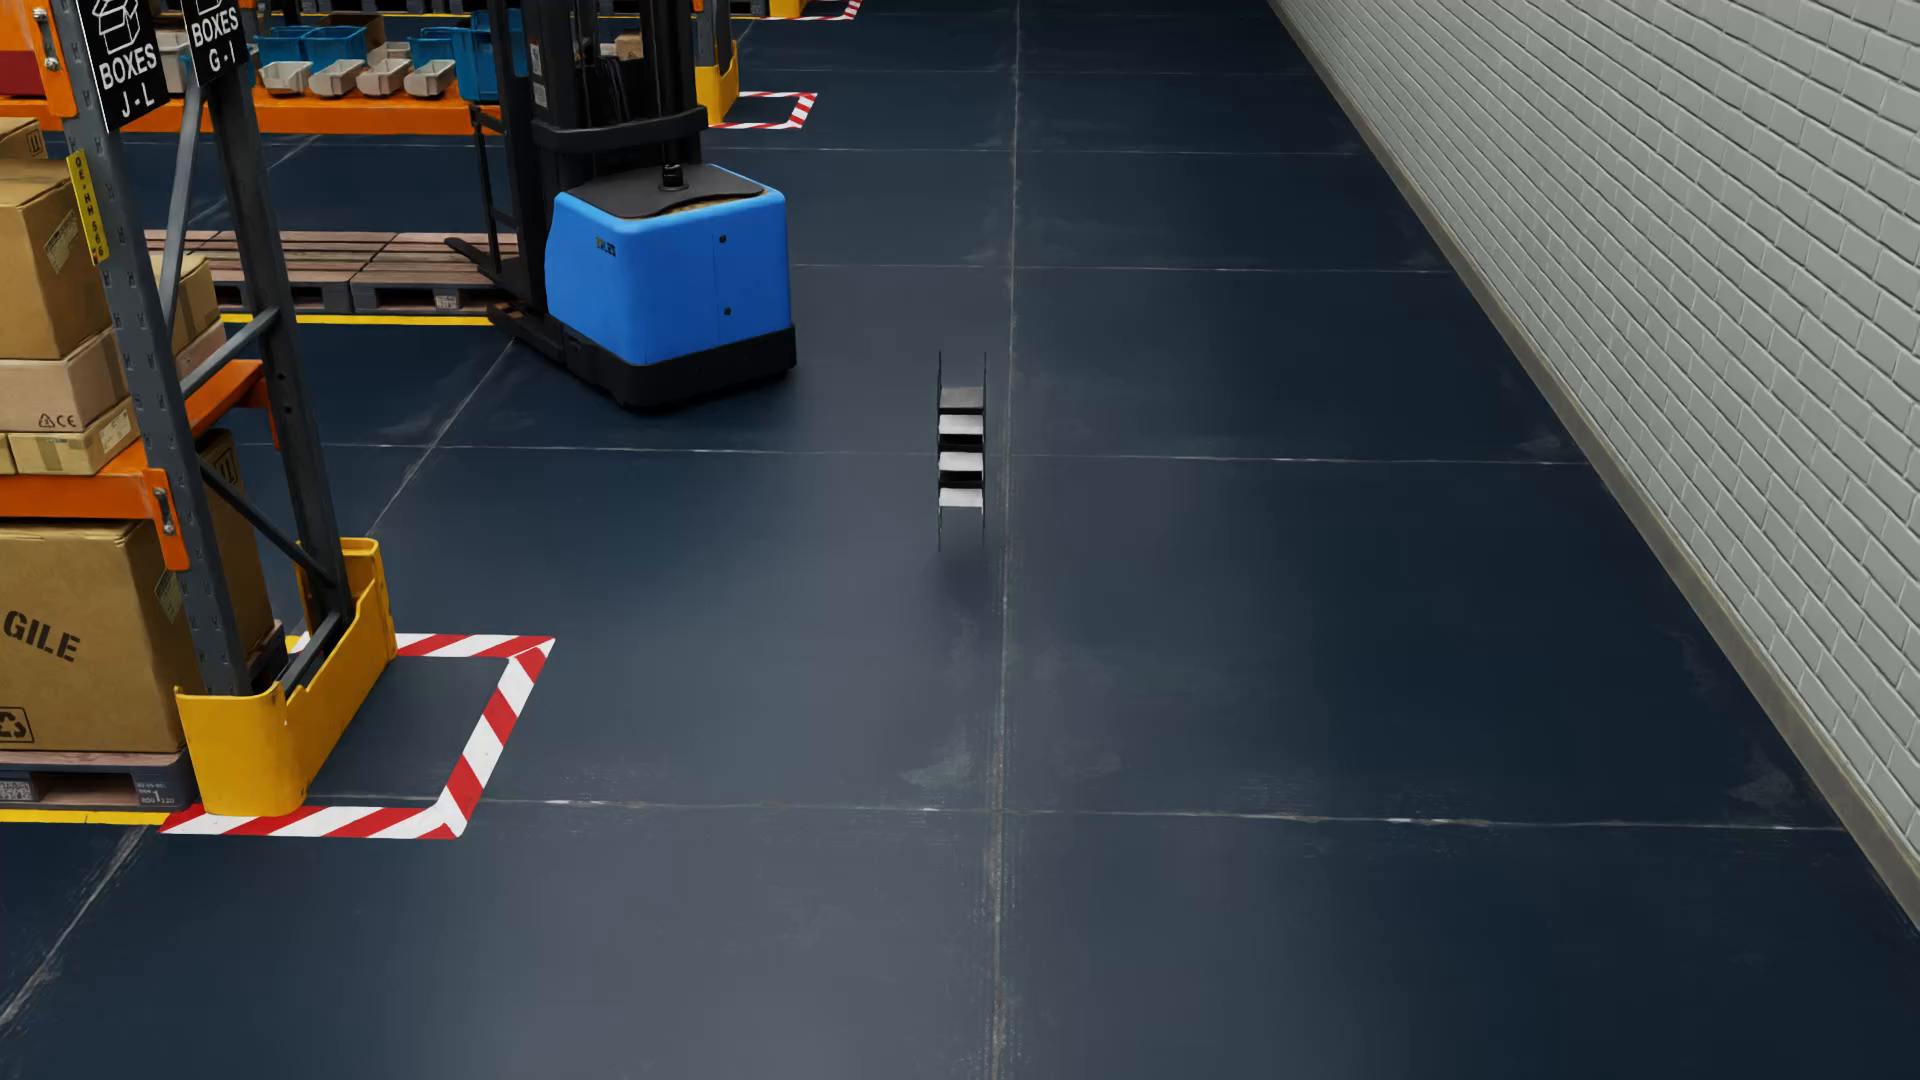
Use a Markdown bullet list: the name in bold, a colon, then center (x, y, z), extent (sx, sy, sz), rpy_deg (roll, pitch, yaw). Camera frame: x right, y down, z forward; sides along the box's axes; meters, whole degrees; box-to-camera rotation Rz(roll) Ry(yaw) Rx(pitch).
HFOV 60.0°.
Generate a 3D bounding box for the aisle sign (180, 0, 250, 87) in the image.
- **aisle sign**: center (-2.456, -1.907, 5.369), extent (0.004, 0.787, 0.394), rpy_deg (1, 28, 2)

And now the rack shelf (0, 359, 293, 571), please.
- **rack shelf**: center (-4.537, -0.334, 5.946), extent (4.000, 0.370, 1.077), rpy_deg (1, 28, 2)

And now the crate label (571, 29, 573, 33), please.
- **crate label**: center (-2.599, -3.048, 10.412), extent (0.303, 0.233, 0.416), rpy_deg (1, 28, 2)

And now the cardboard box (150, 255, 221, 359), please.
- **cardboard box**: center (-3.009, -0.819, 5.934), extent (0.500, 0.250, 0.500), rpy_deg (0, 28, 0)

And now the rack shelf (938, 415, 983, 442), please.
- **rack shelf**: center (0.008, -0.527, 7.470), extent (0.200, 0.077, 0.258), rpy_deg (1, 28, 2)

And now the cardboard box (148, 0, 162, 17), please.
- **cardboard box**: center (-7.657, -4.882, 15.155), extent (0.500, 0.250, 0.500), rpy_deg (1, 28, 2)

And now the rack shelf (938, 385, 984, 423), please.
- **rack shelf**: center (0.008, -0.607, 7.428), extent (0.200, 0.077, 0.258), rpy_deg (1, 28, 2)

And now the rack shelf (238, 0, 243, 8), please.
- **rack shelf**: center (-8.181, -5.037, 14.818), extent (4.000, 0.370, 1.077), rpy_deg (1, 28, 2)

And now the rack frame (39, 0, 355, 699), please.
- **rack frame**: center (-2.538, -0.619, 5.715), extent (0.127, 3.000, 1.000), rpy_deg (1, 28, 2)

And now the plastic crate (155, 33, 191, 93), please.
- **plastic crate**: center (-4.842, -2.866, 10.017), extent (0.530, 0.282, 0.437), rpy_deg (1, 28, 2)

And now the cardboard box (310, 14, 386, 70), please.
- **cardboard box**: center (-5.603, -4.535, 15.302), extent (0.500, 0.500, 0.500), rpy_deg (1, 28, 2)

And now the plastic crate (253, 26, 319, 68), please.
- **plastic crate**: center (-4.215, -3.075, 10.463), extent (0.300, 0.233, 0.416), rpy_deg (1, 28, 2)

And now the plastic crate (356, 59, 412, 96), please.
- **plastic crate**: center (-3.474, -2.788, 10.024), extent (0.243, 0.136, 0.396), rpy_deg (1, 28, 2)

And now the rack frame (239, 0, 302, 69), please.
- **rack frame**: center (-6.183, -5.322, 14.587), extent (0.127, 3.000, 1.000), rpy_deg (1, 28, 2)

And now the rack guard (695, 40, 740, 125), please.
- **rack guard**: center (-2.261, -4.153, 15.050), extent (0.348, 0.500, 1.175), rpy_deg (1, 28, 2)

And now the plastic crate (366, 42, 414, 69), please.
- **plastic crate**: center (-3.594, -3.061, 10.539), extent (0.298, 0.136, 0.250), rpy_deg (1, 28, 2)

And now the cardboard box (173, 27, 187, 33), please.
- **cardboard box**: center (-6.686, -4.286, 14.832), extent (0.500, 0.500, 0.500), rpy_deg (1, 28, 2)

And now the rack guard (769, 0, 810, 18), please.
- **rack guard**: center (-1.990, -6.470, 19.421), extent (0.348, 0.500, 1.175), rpy_deg (1, 28, 2)

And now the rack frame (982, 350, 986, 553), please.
- **rack frame**: center (0.110, -0.396, 7.536), extent (0.006, 0.900, 0.240), rpy_deg (1, 28, 2)

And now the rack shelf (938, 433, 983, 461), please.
- **rack shelf**: center (0.008, -0.448, 7.512), extent (0.200, 0.077, 0.258), rpy_deg (1, 28, 2)

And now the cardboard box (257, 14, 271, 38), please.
- **cardboard box**: center (-6.657, -4.534, 15.300), extent (0.500, 0.500, 0.500), rpy_deg (0, 28, -1)

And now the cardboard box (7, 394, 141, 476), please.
- **cardboard box**: center (-2.906, -0.360, 5.495), extent (0.250, 0.149, 0.380), rpy_deg (1, 28, 3)

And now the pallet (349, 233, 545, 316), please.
- **pallet**: center (-3.186, -1.737, 10.802), extent (1.213, 0.211, 1.003), rpy_deg (1, 28, 2)

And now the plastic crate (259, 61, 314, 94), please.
- **plastic crate**: center (-4.050, -2.777, 10.004), extent (0.250, 0.136, 0.298), rpy_deg (1, 28, 2)

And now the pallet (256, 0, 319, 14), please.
- **pallet**: center (-8.008, -6.405, 19.608), extent (1.213, 0.211, 1.003), rpy_deg (1, 28, 2)

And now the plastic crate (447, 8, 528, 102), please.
- **plastic crate**: center (-2.705, -2.898, 9.912), extent (0.499, 0.435, 0.616), rpy_deg (1, 28, 2)

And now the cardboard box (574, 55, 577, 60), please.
- **cardboard box**: center (-3.686, -4.159, 14.859), extent (0.500, 0.250, 0.500), rpy_deg (1, 28, 2)

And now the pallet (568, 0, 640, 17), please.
- **pallet**: center (-4.032, -6.341, 19.486), extent (1.213, 0.211, 1.003), rpy_deg (1, 28, 2)

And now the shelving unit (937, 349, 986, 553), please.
- **shelving unit**: center (0.008, -0.397, 7.539), extent (0.210, 0.900, 0.258), rpy_deg (1, 28, 2)

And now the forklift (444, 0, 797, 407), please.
- **forklift**: center (-2.235, -2.635, 9.592), extent (1.130, 2.935, 3.031), rpy_deg (-20, 34, -33)

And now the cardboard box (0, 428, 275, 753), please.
- **cardboard box**: center (-3.181, 0.161, 6.064), extent (0.875, 0.875, 0.875), rpy_deg (1, 28, 2)

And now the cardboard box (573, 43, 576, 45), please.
- **cardboard box**: center (-3.718, -4.394, 15.302), extent (0.500, 0.250, 0.500), rpy_deg (1, 28, 2)

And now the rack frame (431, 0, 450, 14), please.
- **rack frame**: center (-6.011, -7.641, 18.961), extent (0.127, 3.000, 1.000), rpy_deg (1, 28, 2)

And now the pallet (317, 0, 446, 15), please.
- **pallet**: center (-6.785, -6.386, 19.572), extent (1.213, 0.211, 1.003), rpy_deg (1, 28, 2)

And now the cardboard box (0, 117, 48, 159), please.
- **cardboard box**: center (-3.508, -1.158, 5.774), extent (0.500, 0.500, 0.500), rpy_deg (0, 28, 1)

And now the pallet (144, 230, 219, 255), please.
- **pallet**: center (-5.625, -1.778, 10.878), extent (1.213, 0.211, 1.003), rpy_deg (1, 28, 2)

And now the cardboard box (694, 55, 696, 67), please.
- **cardboard box**: center (-2.591, -4.359, 15.344), extent (0.250, 0.149, 0.380), rpy_deg (1, 28, 2)
